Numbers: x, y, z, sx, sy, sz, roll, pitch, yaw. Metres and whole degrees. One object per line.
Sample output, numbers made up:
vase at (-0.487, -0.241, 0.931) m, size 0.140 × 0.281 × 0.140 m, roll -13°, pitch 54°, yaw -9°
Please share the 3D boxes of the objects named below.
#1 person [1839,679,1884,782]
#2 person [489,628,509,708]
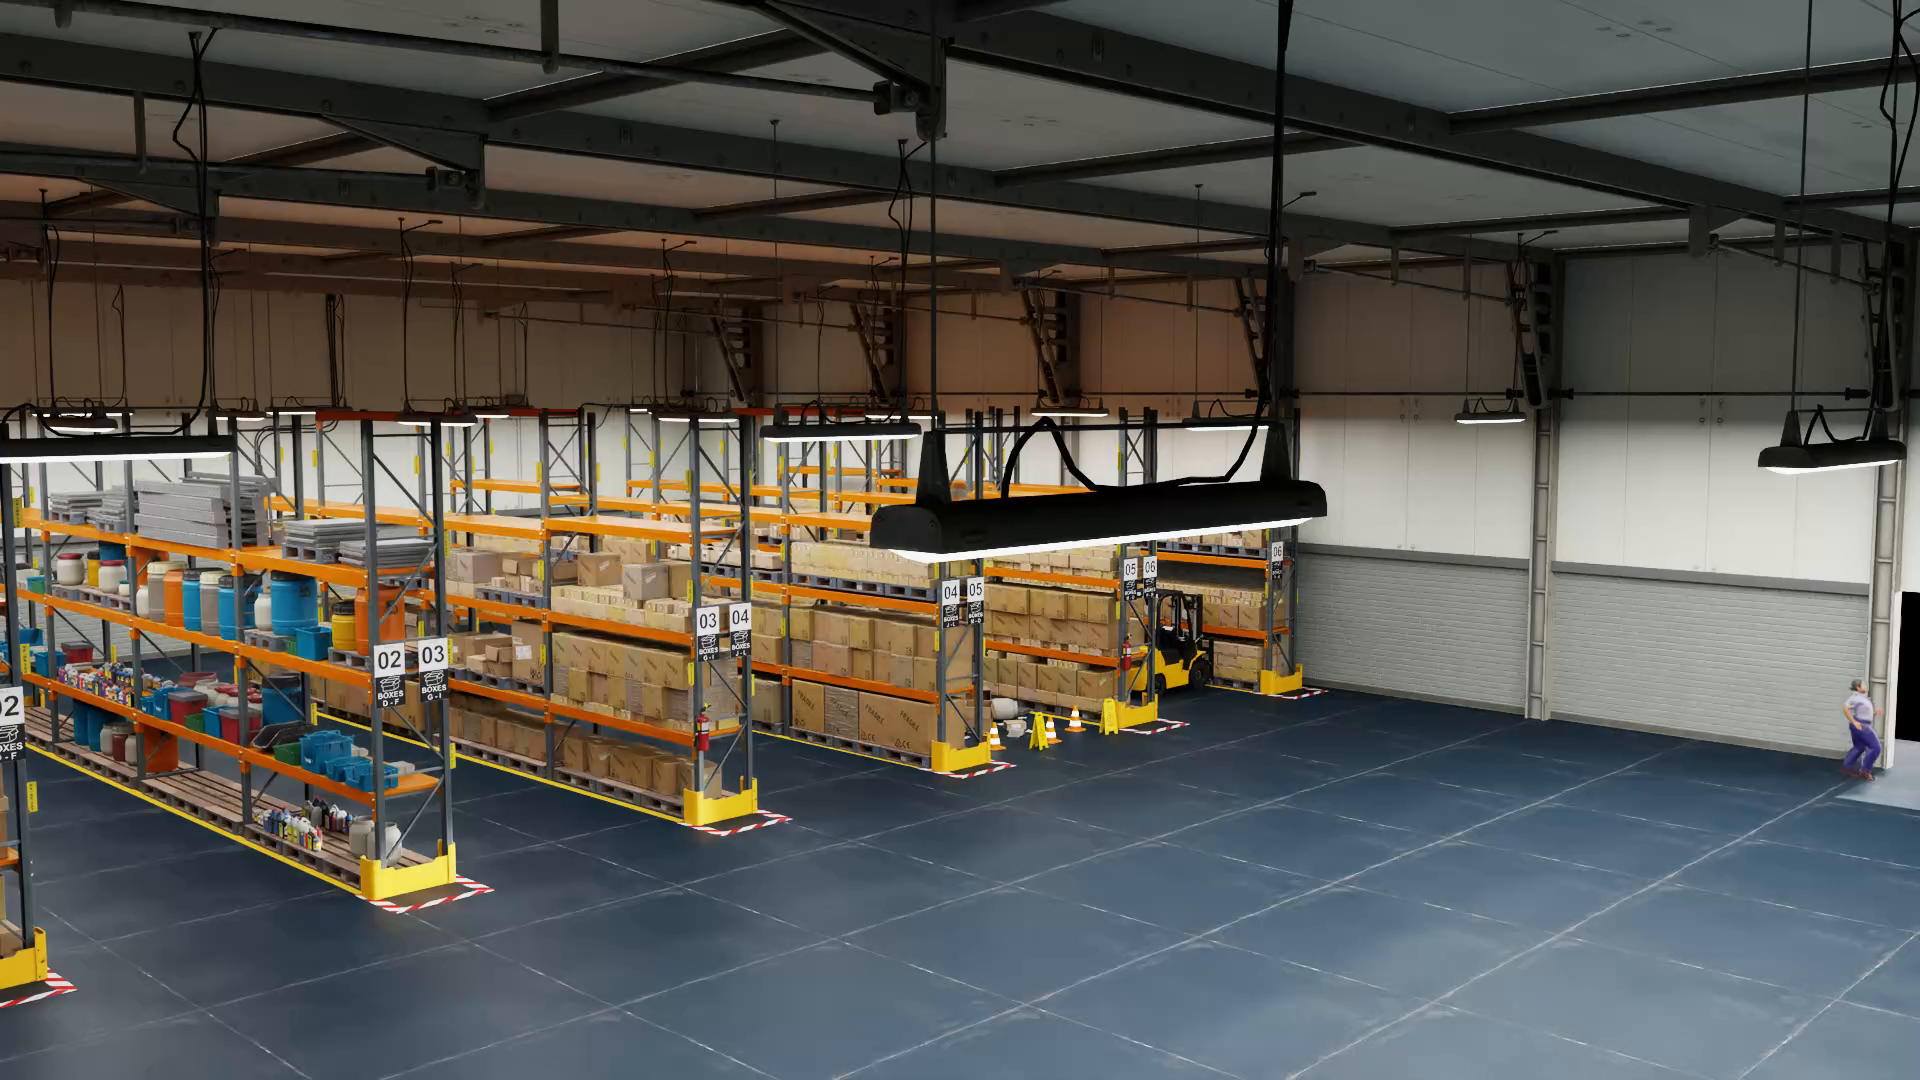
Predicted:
person at (14.767, 3.120, 27.217) m, size 0.613 × 1.686 × 0.581 m, roll 2°, pitch 6°, yaw 25°
person at (-9.244, 2.583, 32.923) m, size 0.890 × 1.698 × 0.533 m, roll 4°, pitch 6°, yaw 37°
